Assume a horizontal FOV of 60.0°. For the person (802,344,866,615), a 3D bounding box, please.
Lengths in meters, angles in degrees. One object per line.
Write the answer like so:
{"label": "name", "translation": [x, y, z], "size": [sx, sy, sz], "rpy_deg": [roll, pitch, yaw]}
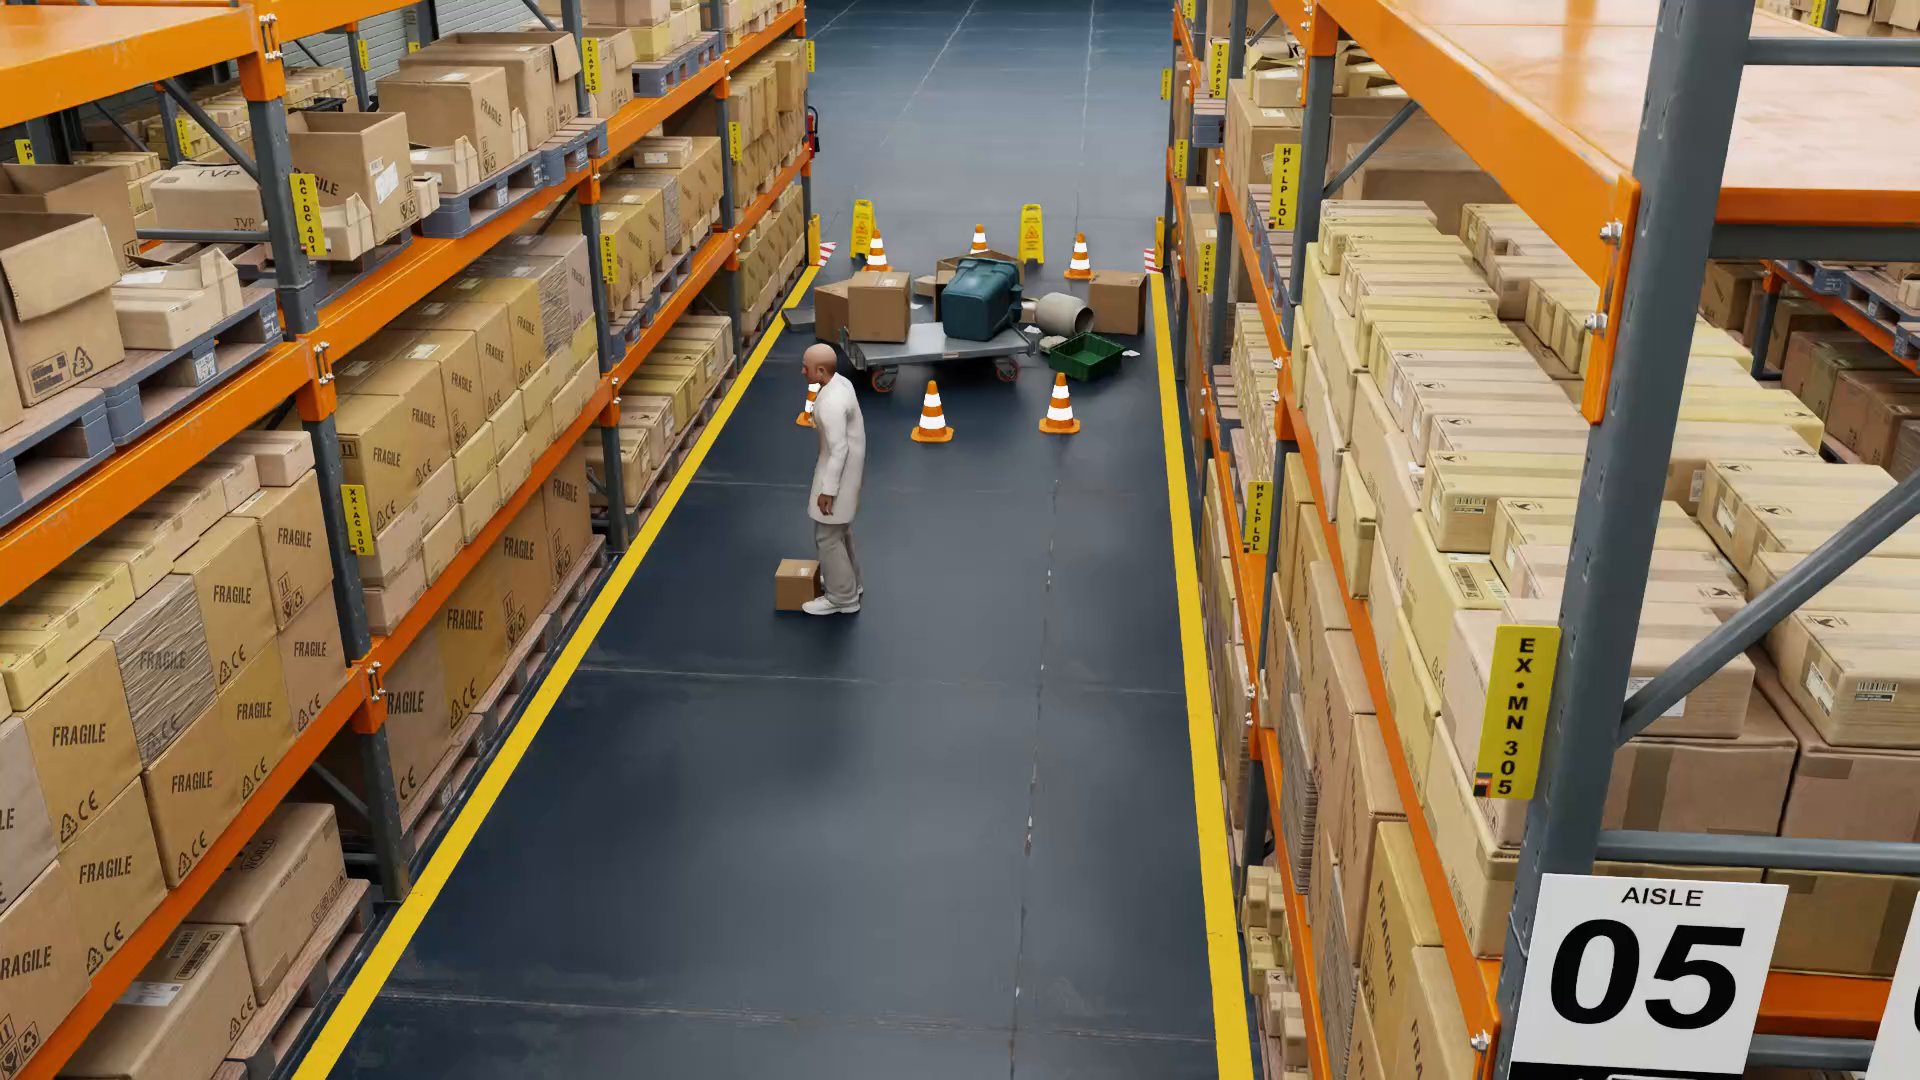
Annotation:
{"label": "person", "translation": [-0.803, -0.390, 10.491], "size": [0.429, 1.773, 0.650], "rpy_deg": [0, 24, 1]}
